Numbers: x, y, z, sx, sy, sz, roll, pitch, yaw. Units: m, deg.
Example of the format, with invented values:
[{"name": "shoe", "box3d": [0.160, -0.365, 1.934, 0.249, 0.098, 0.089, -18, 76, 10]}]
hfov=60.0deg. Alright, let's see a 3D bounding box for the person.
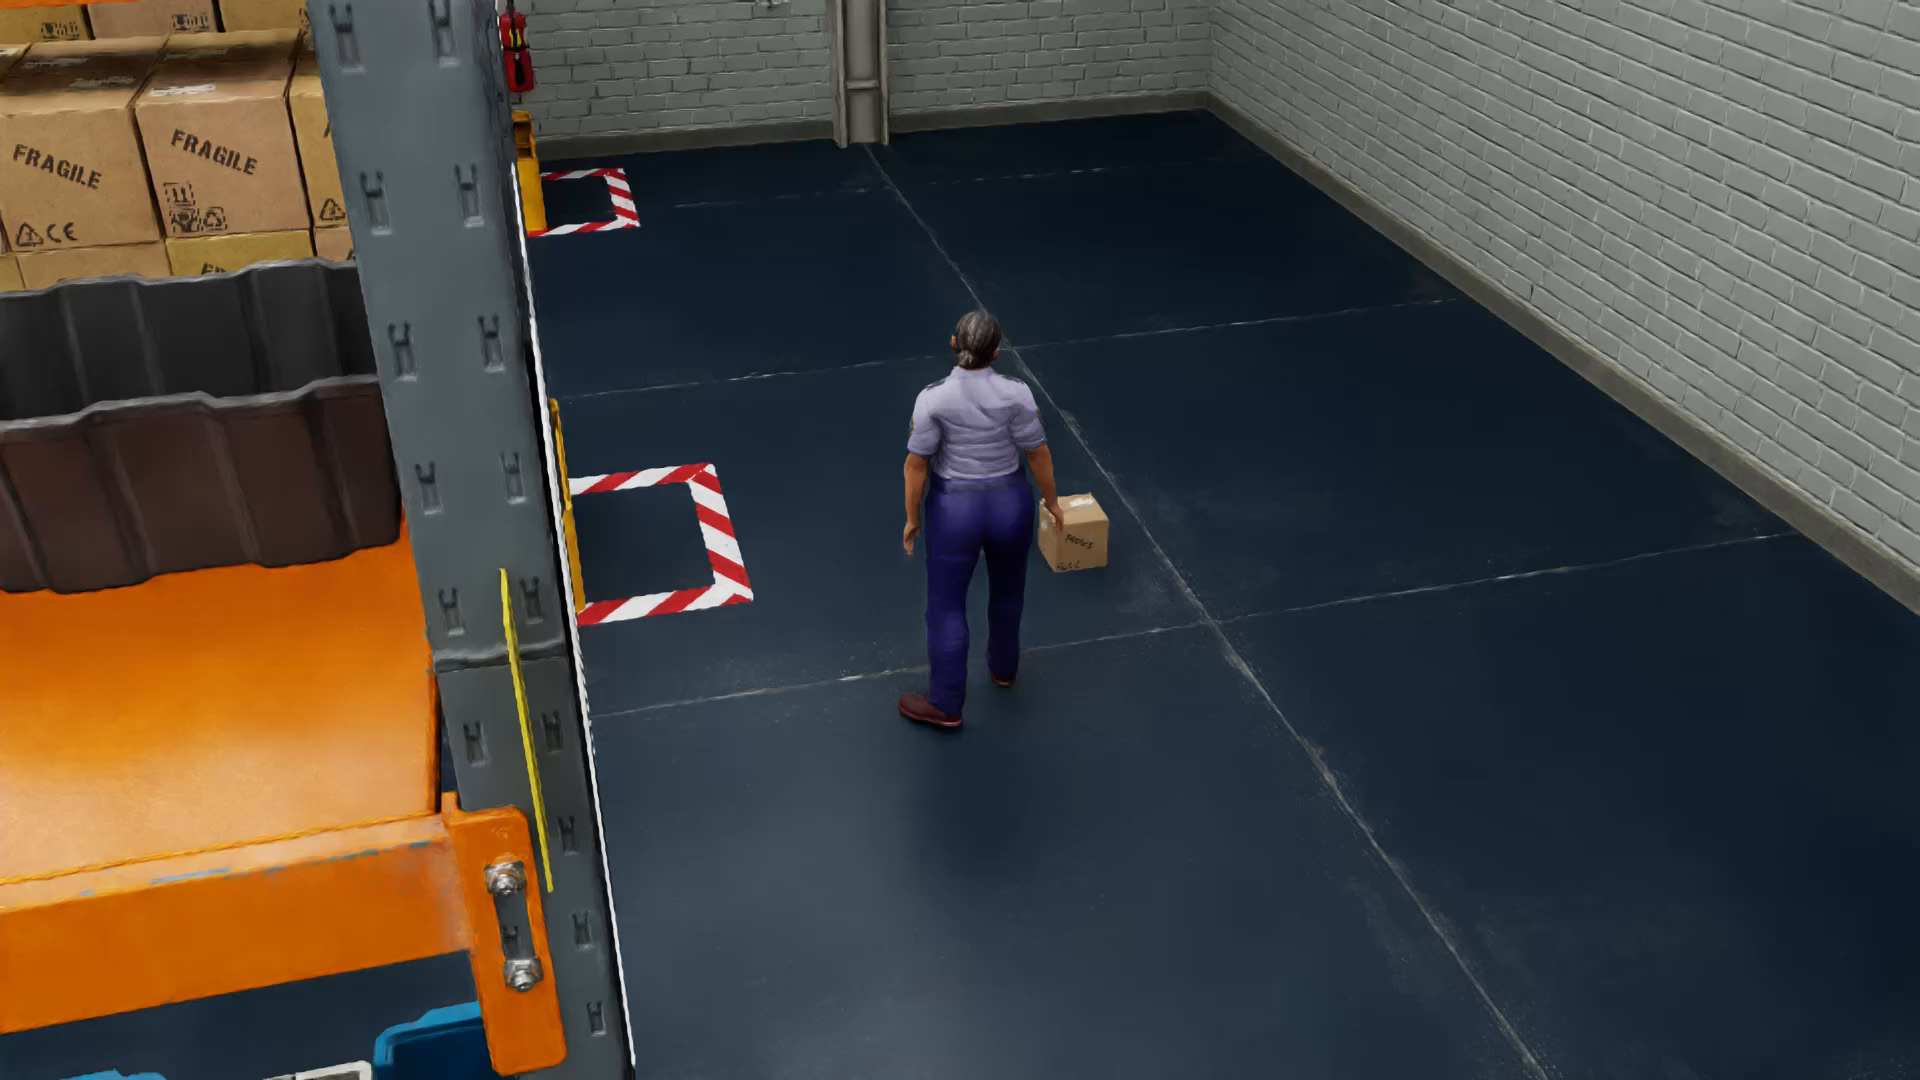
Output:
[{"name": "person", "box3d": [0.068, -0.108, 6.302, 0.664, 1.638, 0.566, -5, 31, -8]}]
